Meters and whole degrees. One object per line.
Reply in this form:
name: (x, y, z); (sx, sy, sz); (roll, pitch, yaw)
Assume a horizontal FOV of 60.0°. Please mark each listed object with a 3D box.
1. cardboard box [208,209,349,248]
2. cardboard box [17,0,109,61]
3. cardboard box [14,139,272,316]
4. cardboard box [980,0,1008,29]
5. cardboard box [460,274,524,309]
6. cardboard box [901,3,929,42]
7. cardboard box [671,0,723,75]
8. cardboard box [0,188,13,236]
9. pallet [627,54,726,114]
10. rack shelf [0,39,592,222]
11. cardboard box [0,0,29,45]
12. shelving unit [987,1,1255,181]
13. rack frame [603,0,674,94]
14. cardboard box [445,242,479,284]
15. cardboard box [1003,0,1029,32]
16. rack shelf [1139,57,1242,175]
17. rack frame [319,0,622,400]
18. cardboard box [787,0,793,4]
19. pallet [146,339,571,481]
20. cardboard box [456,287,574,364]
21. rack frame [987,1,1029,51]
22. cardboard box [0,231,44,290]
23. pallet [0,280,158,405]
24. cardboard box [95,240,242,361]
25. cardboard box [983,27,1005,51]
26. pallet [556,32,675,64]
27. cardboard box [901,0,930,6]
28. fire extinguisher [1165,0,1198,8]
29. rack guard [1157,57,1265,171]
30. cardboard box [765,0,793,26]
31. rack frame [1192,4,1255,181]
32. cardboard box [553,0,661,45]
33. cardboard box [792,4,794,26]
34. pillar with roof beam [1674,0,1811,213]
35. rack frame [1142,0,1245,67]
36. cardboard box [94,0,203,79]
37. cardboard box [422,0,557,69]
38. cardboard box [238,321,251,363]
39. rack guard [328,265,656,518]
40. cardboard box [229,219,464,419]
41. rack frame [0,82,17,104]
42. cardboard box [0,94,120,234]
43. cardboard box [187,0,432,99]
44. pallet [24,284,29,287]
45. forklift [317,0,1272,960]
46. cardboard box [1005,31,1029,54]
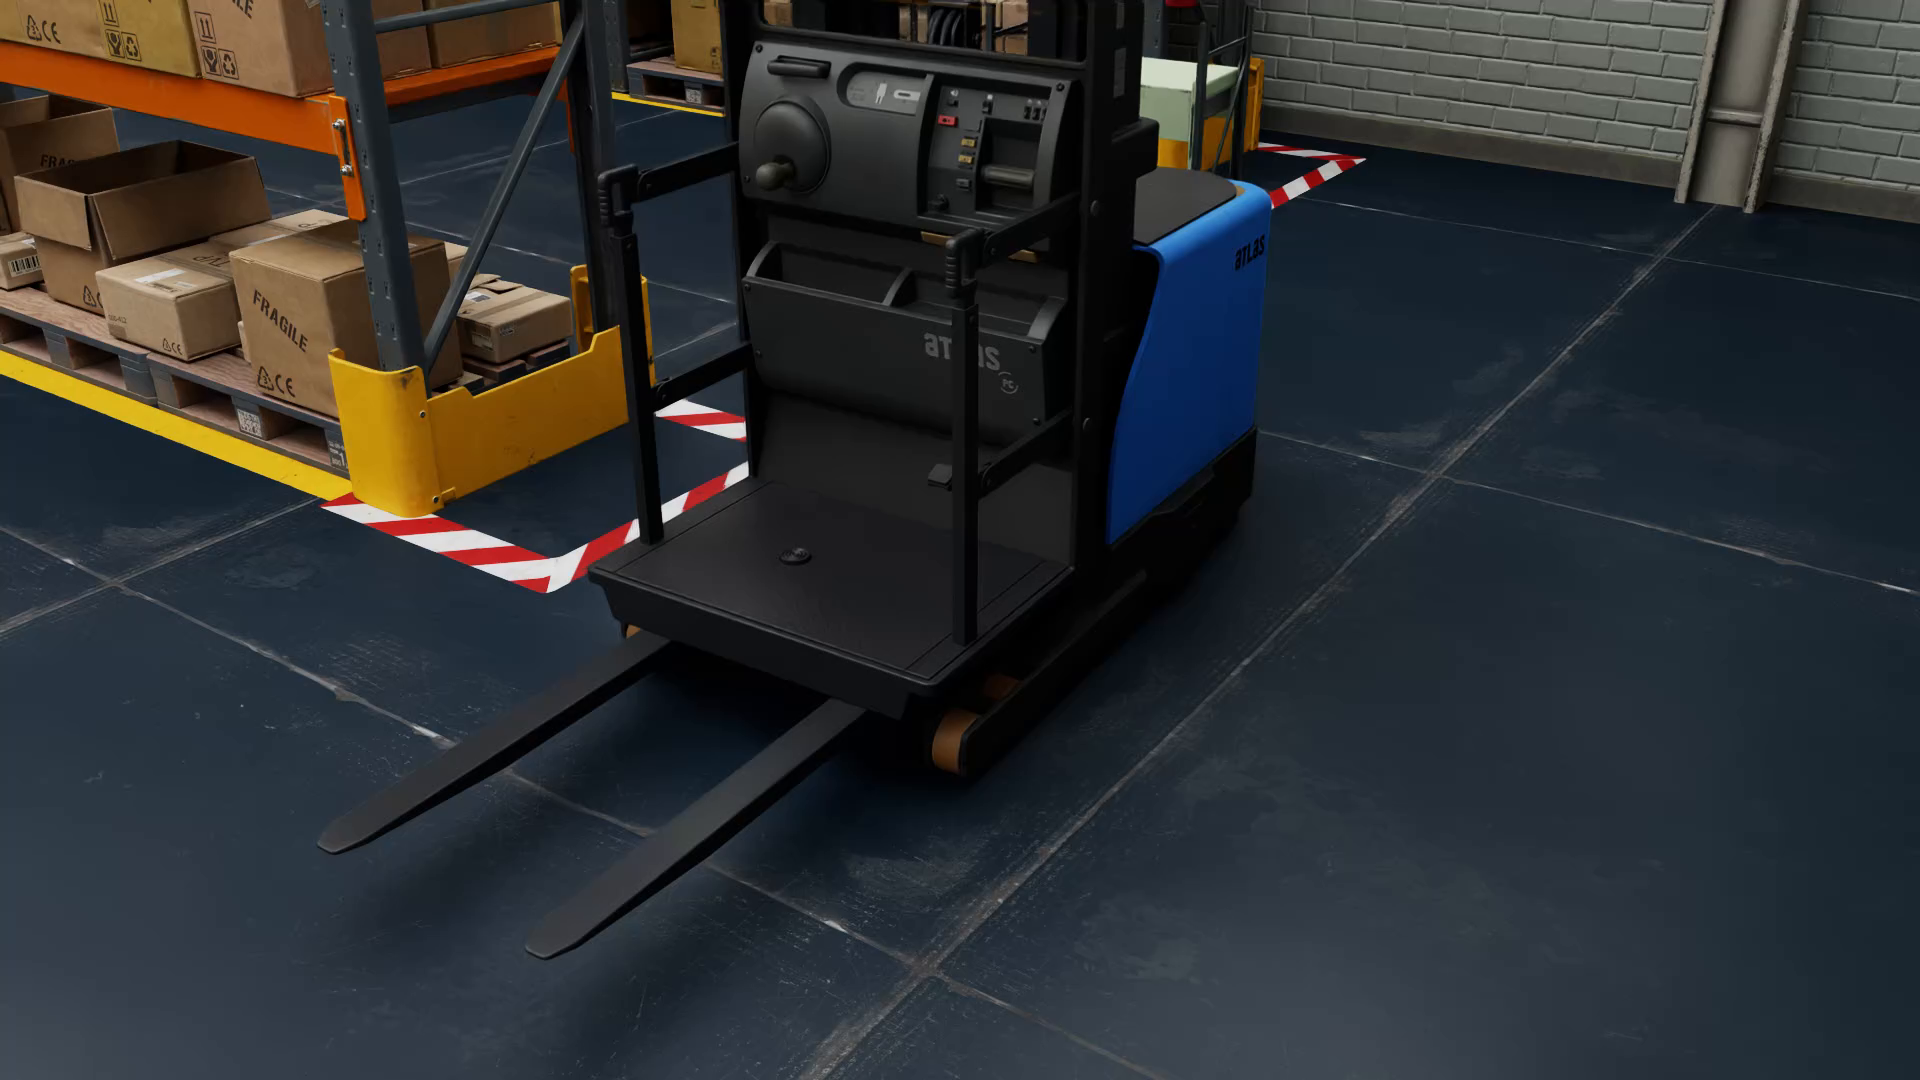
cardboard box: (-2.625, -1.112, 6.675); (0.500, 0.250, 0.500); (17, 32, 30)
cardboard box: (-2.874, -1.959, 5.682); (0.500, 0.500, 0.500); (18, 32, 31)
cardboard box: (-3.259, -1.269, 6.705); (0.637, 0.503, 0.797); (17, 32, 30)
cardboard box: (0.235, -3.027, 9.469); (0.250, 0.149, 0.380); (18, 32, 32)
cardboard box: (-1.870, -0.873, 6.297); (0.250, 0.166, 0.380); (17, 32, 30)
cardboard box: (-0.173, -2.965, 10.062); (0.500, 0.500, 0.700); (16, 31, 29)
cardboard box: (-1.450, -3.362, 10.842); (0.500, 0.500, 0.700); (18, 32, 31)
cardboard box: (-4.587, -1.476, 7.322); (0.500, 0.311, 0.500); (17, 32, 30)
pallet: (-1.426, -3.052, 11.015); (1.213, 0.211, 1.003); (17, 32, 30)
rack shelf: (-3.162, -1.832, 6.336); (4.000, 0.370, 1.077); (17, 32, 30)
cardboard box: (-3.289, -2.089, 5.937); (0.500, 0.500, 0.500); (17, 31, 30)
shelving unit: (0.512, -1.043, 5.645); (0.755, 1.500, 0.431); (15, 30, 26)
rack frame: (-2.009, -4.519, 10.823); (0.127, 3.000, 1.000); (17, 32, 30)
cardboard box: (-2.213, -0.984, 6.423); (0.500, 0.250, 0.500); (17, 32, 30)
cardboard box: (0.446, -2.962, 9.340); (0.250, 0.149, 0.380); (17, 31, 30)
rack shelf: (0.512, -1.391, 5.468); (0.720, 0.370, 0.431); (15, 30, 26)
rack frame: (-1.513, -1.639, 5.164); (0.127, 3.000, 1.000); (17, 32, 30)
cardboard box: (-0.841, -3.361, 10.125); (0.250, 0.149, 0.380); (16, 31, 29)
pallet: (-2.233, -0.620, 6.237); (1.213, 0.211, 1.003); (17, 32, 30)
cardboard box: (-1.664, -0.801, 6.175); (0.250, 0.149, 0.380); (17, 32, 30)
rack frame: (0.195, -1.126, 5.809); (0.023, 1.500, 0.400); (15, 30, 26)
cardboard box: (-3.868, -1.193, 6.925); (0.250, 0.166, 0.380); (17, 32, 30)
pallet: (-3.235, -0.934, 6.853); (1.213, 0.211, 1.003); (17, 32, 30)
cardboard box: (-2.867, -0.913, 6.283); (0.500, 0.250, 0.500); (17, 32, 30)
cardboard box: (0.242, -2.836, 9.809); (0.500, 0.500, 0.700); (17, 32, 30)
pallet: (-2.687, -3.447, 11.790); (1.213, 0.211, 1.003); (17, 32, 30)
cardboard box: (-0.175, -3.364, 10.132); (0.250, 0.149, 0.380); (18, 32, 31)
fire extinguisher: (1.151, -3.080, 8.492); (0.183, 0.674, 0.296); (17, 32, 30)
rack guard: (1.308, -2.372, 9.360); (0.348, 0.500, 1.175); (17, 32, 30)
cardboard box: (-1.038, -3.232, 10.587); (0.500, 0.500, 0.700); (17, 32, 30)
rack frame: (0.829, -0.960, 5.482); (0.023, 1.500, 0.400); (15, 30, 26)
cardboard box: (-2.618, -3.867, 11.448); (0.750, 0.750, 0.750); (18, 32, 31)
cardboard box: (-0.616, -3.099, 10.326); (0.500, 0.500, 0.700); (18, 32, 31)
pillar with roof beam: (1.566, -4.187, 3.555); (0.400, 9.000, 9.100); (17, 32, 30)
rack frame: (1.288, -3.492, 8.805); (0.127, 3.000, 1.000); (17, 32, 30)
cardboard box: (-2.466, -1.829, 5.427); (0.500, 0.500, 0.500); (18, 32, 31)
cardboard box: (-1.730, -1.896, 5.559); (0.500, 0.500, 0.500); (18, 32, 31)
cardboard box: (-2.384, -0.758, 6.071); (0.250, 0.166, 0.380); (17, 32, 30)
rack guard: (-1.576, -0.545, 5.769); (0.348, 0.500, 1.175); (17, 32, 30)
cardboard box: (-2.101, -0.769, 5.725); (0.500, 0.500, 0.500); (17, 32, 30)
rack frame: (-4.810, -2.667, 7.182); (0.127, 3.000, 1.000); (17, 32, 30)
cardboard box: (-4.180, -1.708, 7.571); (0.500, 0.500, 0.500); (17, 32, 30)
cardboard box: (-2.036, -1.697, 5.167); (0.500, 0.500, 0.500); (18, 32, 32)
pallet: (-4.245, -1.247, 7.468); (1.213, 0.211, 1.003); (17, 32, 30)
forklift: (-0.266, -0.966, 3.916); (1.130, 2.935, 3.031); (16, 31, 28)
cardboard box: (0.655, -2.708, 9.557); (0.500, 0.500, 0.700); (17, 32, 30)
